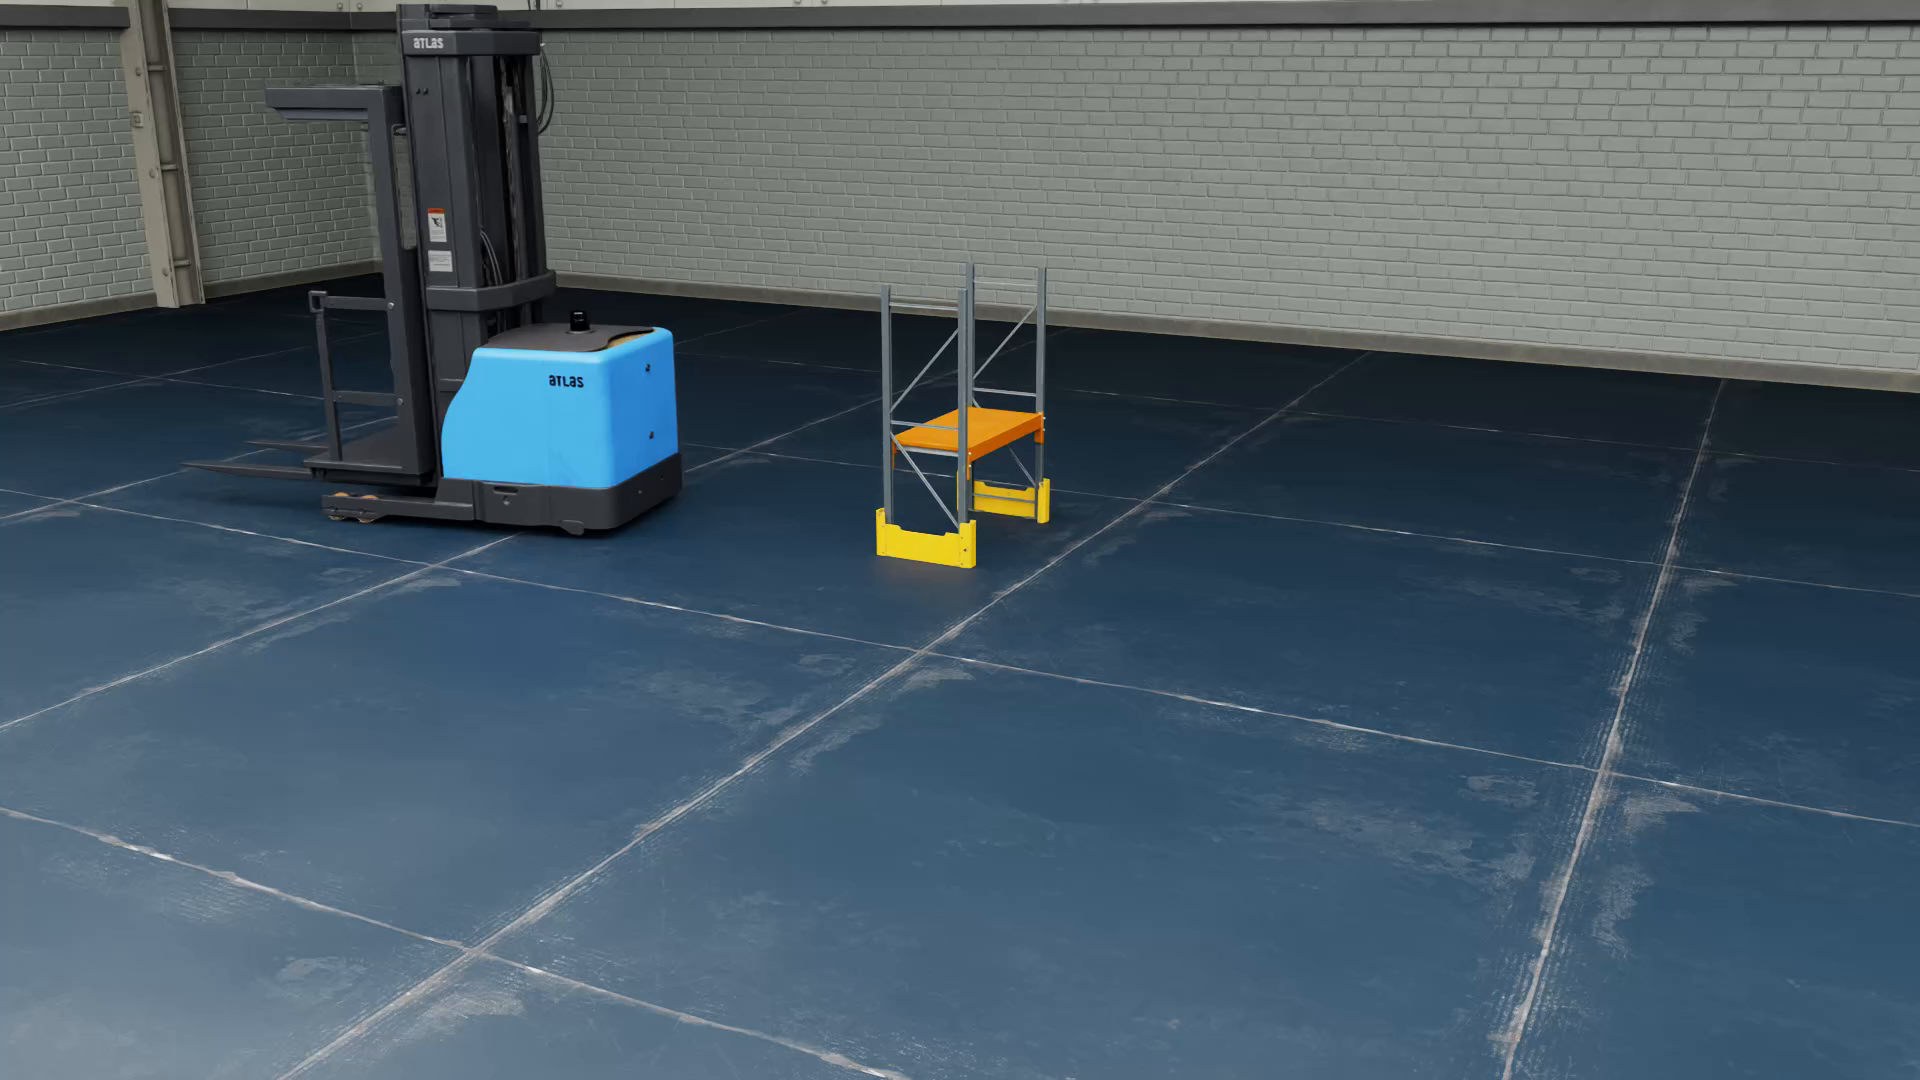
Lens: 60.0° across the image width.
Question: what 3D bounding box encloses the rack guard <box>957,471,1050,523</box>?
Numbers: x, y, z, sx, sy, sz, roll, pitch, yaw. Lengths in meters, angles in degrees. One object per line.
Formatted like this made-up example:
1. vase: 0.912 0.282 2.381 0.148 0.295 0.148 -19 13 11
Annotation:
1. rack guard: 0.257 -0.266 9.981 0.587 0.250 0.087 8 18 25

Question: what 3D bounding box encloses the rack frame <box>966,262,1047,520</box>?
1. rack frame: 0.265 -0.870 9.820 0.500 1.500 0.032 8 18 25

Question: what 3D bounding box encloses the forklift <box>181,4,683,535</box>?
1. forklift: -3.300 -1.644 9.913 3.031 2.935 1.130 4 17 15

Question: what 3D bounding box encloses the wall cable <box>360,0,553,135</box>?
1. wall cable: -6.022 -5.982 19.313 3.097 2.526 0.112 8 18 25

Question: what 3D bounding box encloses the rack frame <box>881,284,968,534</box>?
1. rack frame: -0.189 -0.611 8.948 0.500 1.500 0.032 8 18 25

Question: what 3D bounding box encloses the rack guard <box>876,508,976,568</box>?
1. rack guard: -0.188 -0.012 9.127 0.587 0.250 0.087 8 18 25

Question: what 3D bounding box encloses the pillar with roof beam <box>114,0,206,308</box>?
1. pillar with roof beam: -4.670 -6.340 15.066 9.100 9.000 0.400 8 18 25

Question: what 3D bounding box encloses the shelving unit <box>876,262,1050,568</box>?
1. shelving unit: 0.034 -0.738 9.376 0.587 1.500 1.083 8 18 25

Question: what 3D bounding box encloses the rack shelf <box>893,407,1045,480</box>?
1. rack shelf: 0.038 -0.568 9.435 0.538 0.185 1.000 8 18 25
